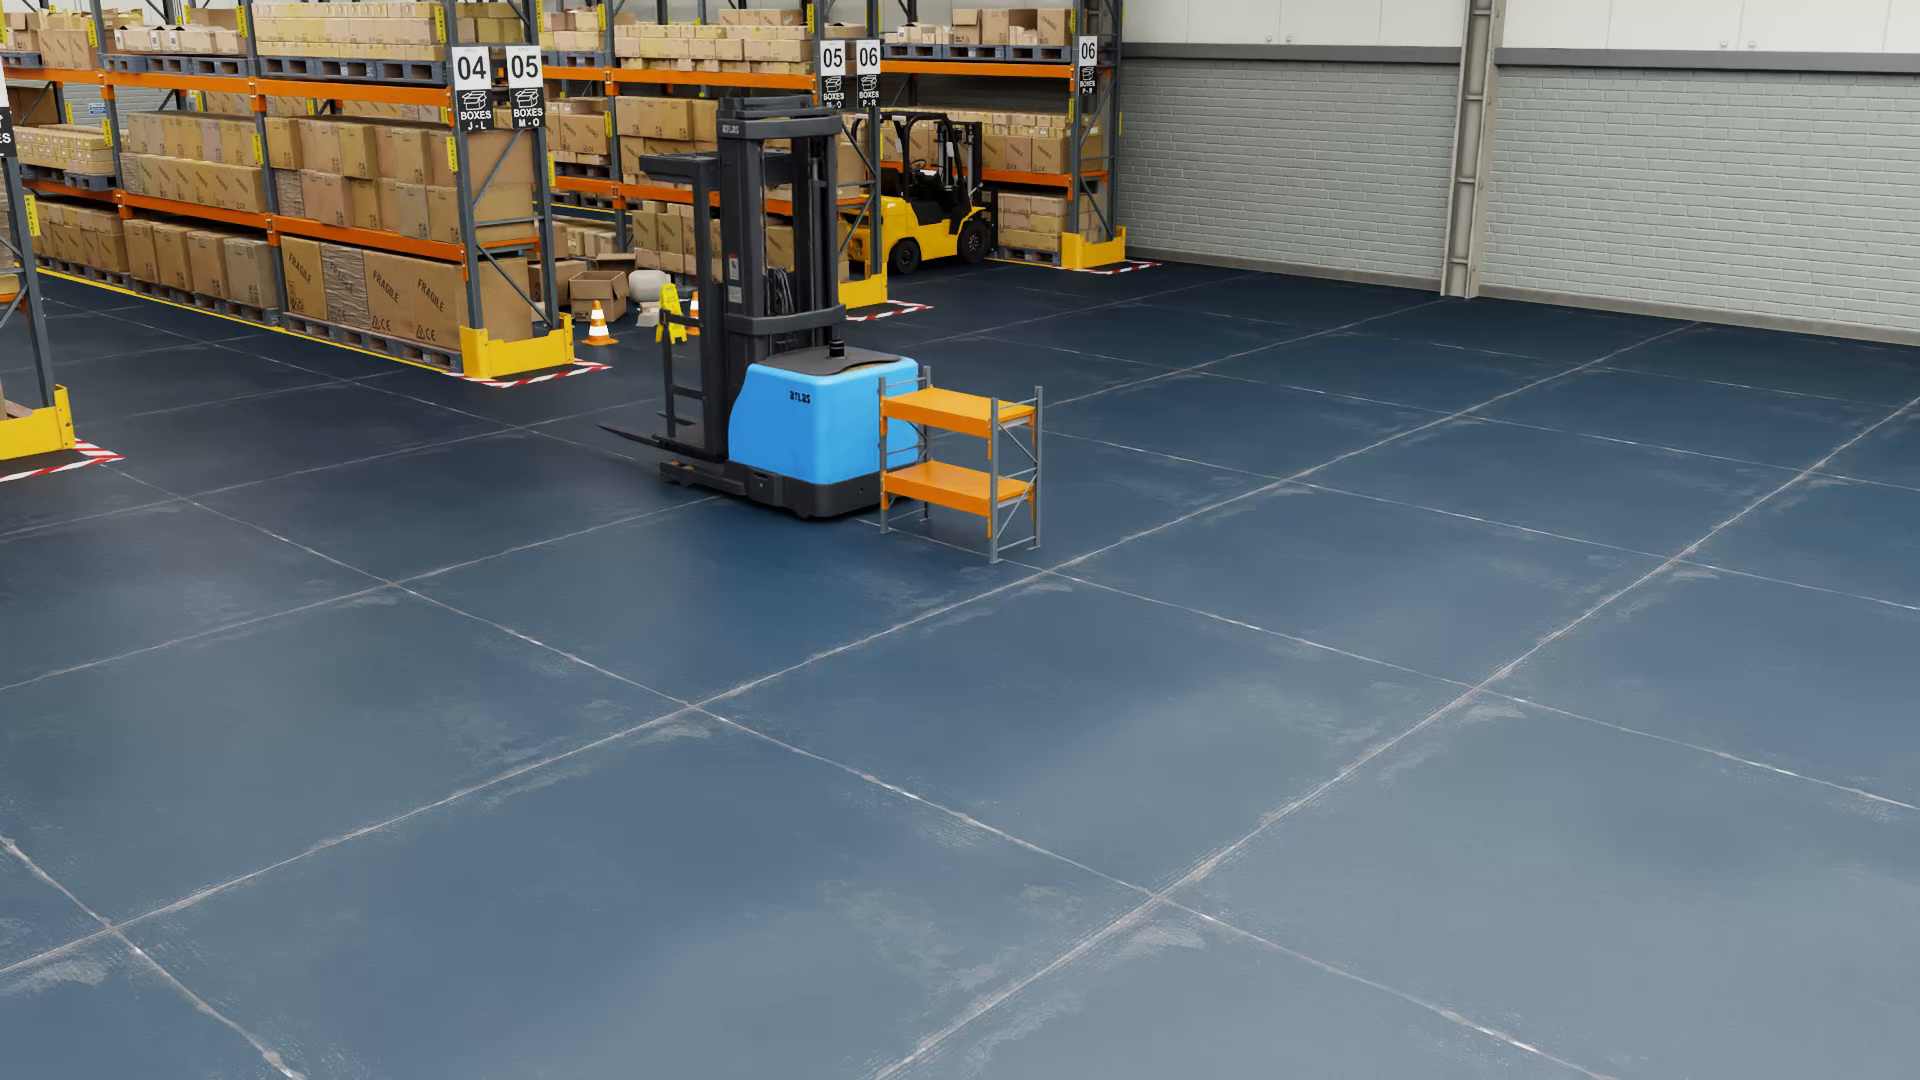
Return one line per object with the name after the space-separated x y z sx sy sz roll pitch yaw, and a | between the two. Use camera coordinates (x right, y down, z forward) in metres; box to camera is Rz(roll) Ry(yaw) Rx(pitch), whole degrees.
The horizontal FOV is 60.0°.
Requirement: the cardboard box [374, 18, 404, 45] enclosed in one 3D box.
-5.493 -5.094 16.641 0.500 0.250 0.500 15 23 39 | cardboard box

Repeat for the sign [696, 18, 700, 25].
-4.411 -8.634 28.046 0.005 0.325 0.100 15 23 39 | sign

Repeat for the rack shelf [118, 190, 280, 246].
-9.056 -4.072 20.673 4.000 0.370 1.077 15 23 39 | rack shelf

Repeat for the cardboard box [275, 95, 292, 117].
-11.244 -7.420 28.215 0.500 0.500 0.500 15 23 38 | cardboard box

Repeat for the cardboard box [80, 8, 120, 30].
-11.027 -6.681 21.316 0.258 0.266 0.396 15 23 39 | cardboard box

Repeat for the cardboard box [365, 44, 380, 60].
-5.803 -4.963 16.887 0.250 0.149 0.380 15 23 38 | cardboard box

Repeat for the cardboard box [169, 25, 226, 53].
-9.017 -5.951 19.732 0.500 0.311 0.500 14 22 37 | cardboard box

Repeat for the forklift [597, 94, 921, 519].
-1.711 -1.908 12.780 3.031 2.935 1.130 16 24 41 | forklift

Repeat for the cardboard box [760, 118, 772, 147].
-2.259 -5.173 20.643 0.500 0.500 0.700 15 23 40 | cardboard box

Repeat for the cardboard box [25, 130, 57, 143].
-12.586 -5.541 22.850 0.250 0.149 0.380 16 24 41 | cardboard box

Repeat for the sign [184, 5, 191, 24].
-13.698 -9.323 29.494 0.005 0.325 0.100 15 23 39 | sign

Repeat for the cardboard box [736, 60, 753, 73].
-2.558 -5.878 20.630 0.250 0.149 0.380 15 23 39 | cardboard box

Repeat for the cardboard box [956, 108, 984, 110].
0.158 -6.578 25.650 0.250 0.149 0.380 15 23 38 | cardboard box

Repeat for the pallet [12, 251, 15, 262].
-14.069 -4.417 25.182 1.213 0.211 1.003 15 23 39 | pallet

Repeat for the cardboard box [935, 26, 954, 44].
-0.149 -7.524 24.765 0.258 0.266 0.396 14 23 38 | cardboard box

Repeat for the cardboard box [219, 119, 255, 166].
-8.321 -4.739 19.767 0.500 0.500 0.700 15 23 38 | cardboard box

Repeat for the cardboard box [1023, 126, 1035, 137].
1.124 -5.948 24.157 0.250 0.149 0.380 16 23 40 | cardboard box

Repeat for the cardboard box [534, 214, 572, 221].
-6.368 -4.642 24.931 0.625 0.372 0.950 14 23 38 | cardboard box

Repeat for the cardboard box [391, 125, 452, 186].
-5.292 -3.969 17.127 0.550 0.550 0.875 15 23 39 | cardboard box

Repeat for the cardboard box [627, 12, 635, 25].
-4.900 -7.256 23.285 0.500 0.250 0.500 14 23 38 | cardboard box

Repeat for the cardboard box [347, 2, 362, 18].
-5.996 -5.394 16.929 0.250 0.149 0.380 15 23 38 | cardboard box

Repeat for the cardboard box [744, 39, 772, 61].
-2.286 -5.997 20.346 0.500 0.250 0.500 15 23 39 | cardboard box

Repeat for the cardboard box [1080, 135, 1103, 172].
1.748 -5.684 24.398 0.500 0.500 0.500 16 24 41 | cardboard box

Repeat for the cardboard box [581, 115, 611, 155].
-4.848 -5.584 22.897 0.500 0.500 0.500 15 23 38 | cardboard box

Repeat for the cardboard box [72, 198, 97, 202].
-12.443 -4.787 23.936 0.500 0.250 0.500 16 24 42 | cardboard box

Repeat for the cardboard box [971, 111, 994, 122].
0.375 -6.304 24.787 0.250 0.149 0.380 15 23 40 | cardboard box

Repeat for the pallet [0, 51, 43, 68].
-12.375 -6.604 22.815 1.003 0.211 1.213 15 23 39 | pallet

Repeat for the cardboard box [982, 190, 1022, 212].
0.613 -5.063 24.803 0.500 0.250 0.500 15 23 40 | cardboard box

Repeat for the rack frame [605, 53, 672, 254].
-4.350 -5.154 22.892 0.127 3.000 1.000 15 23 39 | rack frame

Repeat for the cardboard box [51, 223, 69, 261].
-12.369 -4.212 23.363 0.500 0.500 0.500 16 23 40 | cardboard box

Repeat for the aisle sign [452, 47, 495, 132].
-4.714 -4.367 16.116 0.004 0.787 0.394 15 23 39 | aisle sign

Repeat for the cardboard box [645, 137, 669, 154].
-3.815 -5.096 22.054 0.500 0.500 0.500 15 23 39 | cardboard box

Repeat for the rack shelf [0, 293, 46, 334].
-9.432 -2.167 14.671 4.000 0.370 1.077 15 23 39 | rack shelf

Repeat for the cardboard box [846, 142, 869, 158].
-1.608 -6.248 26.588 0.500 0.250 0.500 16 23 40 | cardboard box

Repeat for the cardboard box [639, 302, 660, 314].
-3.679 -2.798 20.181 0.380 0.149 0.250 -6 18 -18 | cardboard box

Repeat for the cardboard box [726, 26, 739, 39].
-2.689 -6.321 20.709 0.250 0.149 0.380 14 22 38 | cardboard box

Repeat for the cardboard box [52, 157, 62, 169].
-11.989 -5.098 22.439 0.250 0.149 0.380 14 22 37 | cardboard box

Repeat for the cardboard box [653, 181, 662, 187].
-3.885 -4.813 22.233 0.250 0.149 0.380 15 23 39 | cardboard box

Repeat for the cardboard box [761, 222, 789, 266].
-2.523 -3.803 21.249 0.500 0.500 0.500 16 24 41 | cardboard box

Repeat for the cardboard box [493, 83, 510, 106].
-8.750 -8.661 32.461 0.500 0.500 0.500 16 23 41 | cardboard box

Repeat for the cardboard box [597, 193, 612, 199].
-6.424 -6.640 31.012 0.500 0.500 0.500 15 23 39 | cardboard box

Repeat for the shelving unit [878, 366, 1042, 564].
-0.005 -0.538 11.446 1.048 1.125 0.538 15 23 39 | shelving unit

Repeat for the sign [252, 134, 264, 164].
-7.913 -4.403 18.743 0.005 0.325 0.100 15 23 39 | sign

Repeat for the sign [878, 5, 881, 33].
-0.998 -6.320 20.162 0.005 0.325 0.100 15 23 39 | sign

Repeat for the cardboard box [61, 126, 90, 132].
-12.524 -5.789 23.630 0.250 0.149 0.380 15 23 39 | cardboard box

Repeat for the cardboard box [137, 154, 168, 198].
-10.013 -4.612 21.018 0.500 0.500 0.500 15 23 39 | cardboard box

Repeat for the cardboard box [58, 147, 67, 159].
-11.809 -5.191 22.238 0.250 0.149 0.380 15 23 39 | cardboard box

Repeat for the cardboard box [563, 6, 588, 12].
-7.048 -9.641 30.453 0.258 0.266 0.396 15 23 39 | cardboard box

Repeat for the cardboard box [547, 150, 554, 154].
-5.671 -5.483 23.651 0.250 0.149 0.380 15 23 39 | cardboard box

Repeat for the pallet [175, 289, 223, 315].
-9.104 -3.067 20.927 1.213 0.211 1.003 15 23 39 | pallet

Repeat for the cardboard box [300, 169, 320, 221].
-6.850 -3.908 18.720 0.550 0.550 0.875 15 23 39 | cardboard box

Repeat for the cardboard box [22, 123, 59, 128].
-13.747 -5.966 24.793 0.500 0.500 0.500 15 23 38 | cardboard box

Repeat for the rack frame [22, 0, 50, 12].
-13.543 -8.479 23.453 0.127 3.000 1.000 15 23 39 | rack frame

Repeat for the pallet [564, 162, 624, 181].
-4.825 -5.249 23.508 1.213 0.211 1.003 15 23 39 | pallet

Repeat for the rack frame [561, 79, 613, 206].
-7.041 -7.884 31.494 0.127 3.000 1.000 15 23 39 | rack frame
